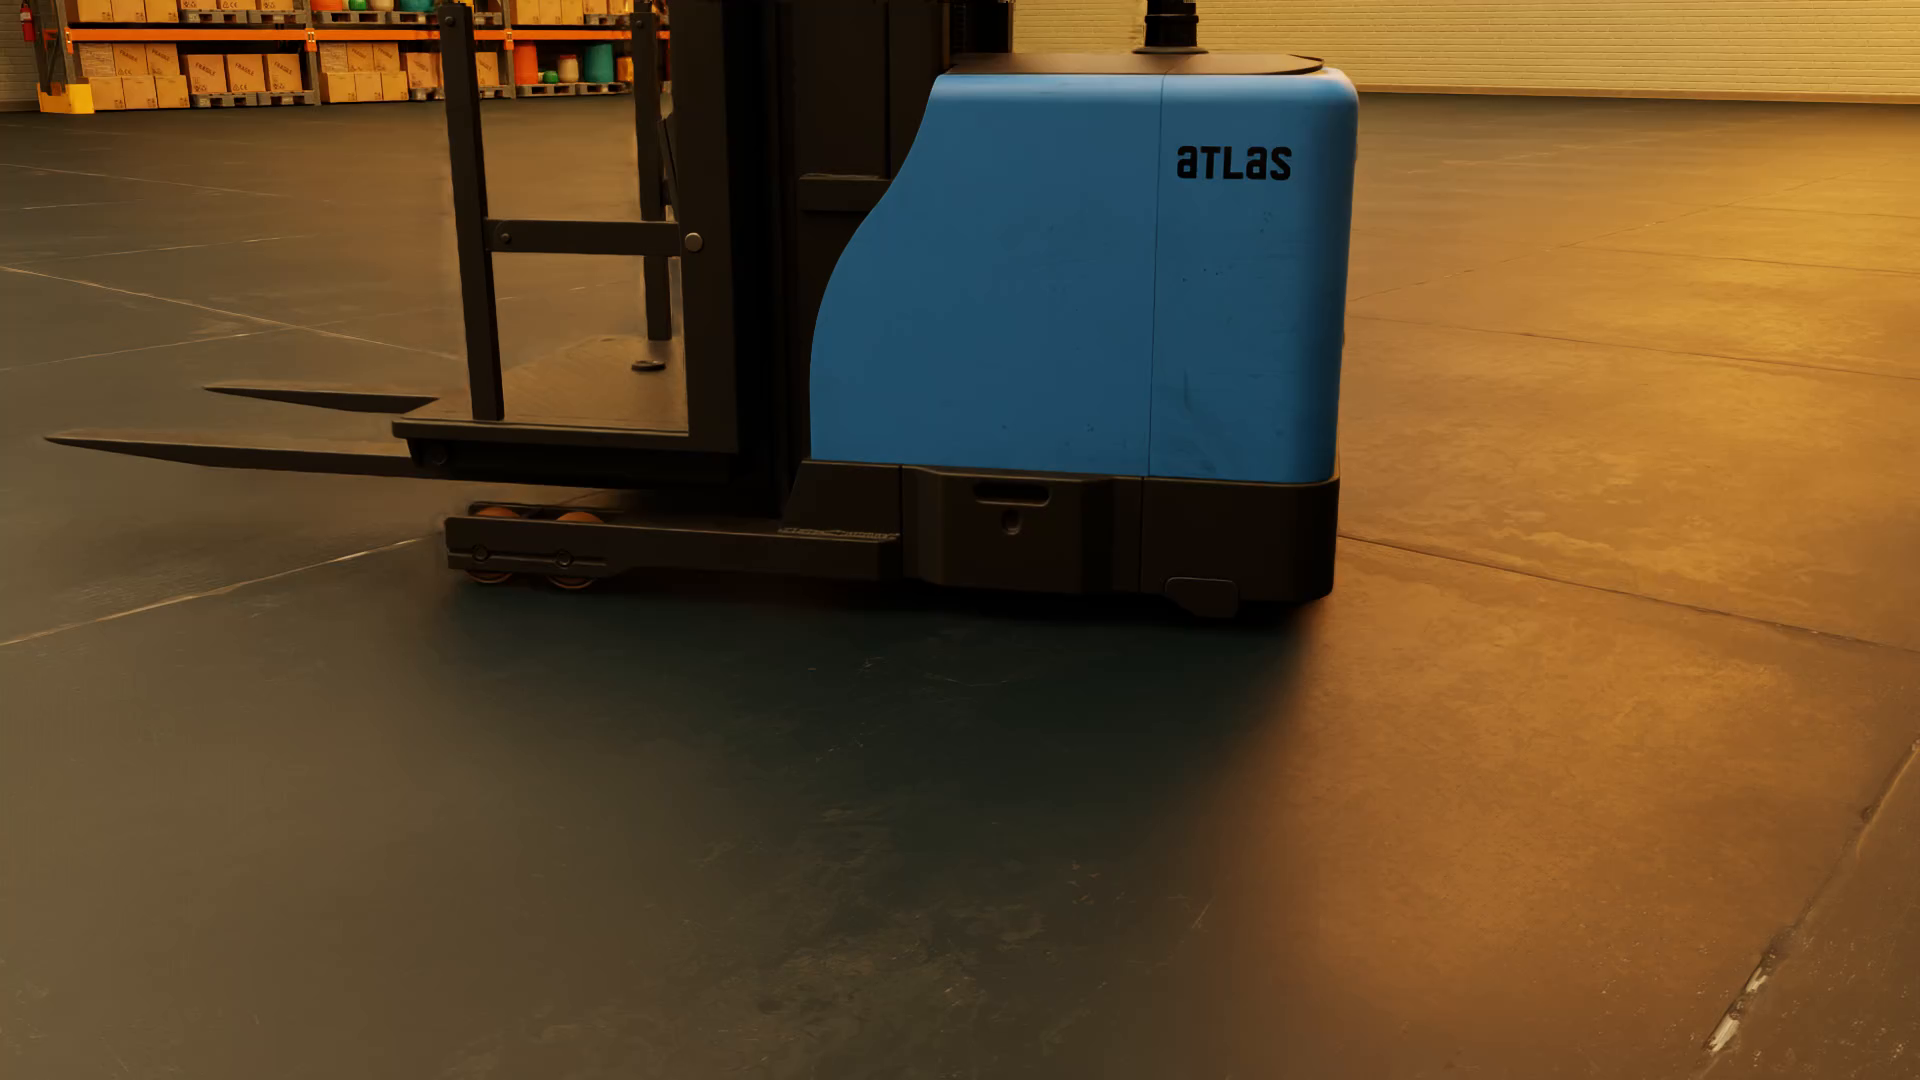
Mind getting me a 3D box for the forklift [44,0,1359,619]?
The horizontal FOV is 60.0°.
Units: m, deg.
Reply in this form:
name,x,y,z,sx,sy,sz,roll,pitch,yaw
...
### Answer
name,x,y,z,sx,sy,sz,roll,pitch,yaw
forklift,-0.647,-1.441,3.643,3.031,2.935,1.130,3,17,11
